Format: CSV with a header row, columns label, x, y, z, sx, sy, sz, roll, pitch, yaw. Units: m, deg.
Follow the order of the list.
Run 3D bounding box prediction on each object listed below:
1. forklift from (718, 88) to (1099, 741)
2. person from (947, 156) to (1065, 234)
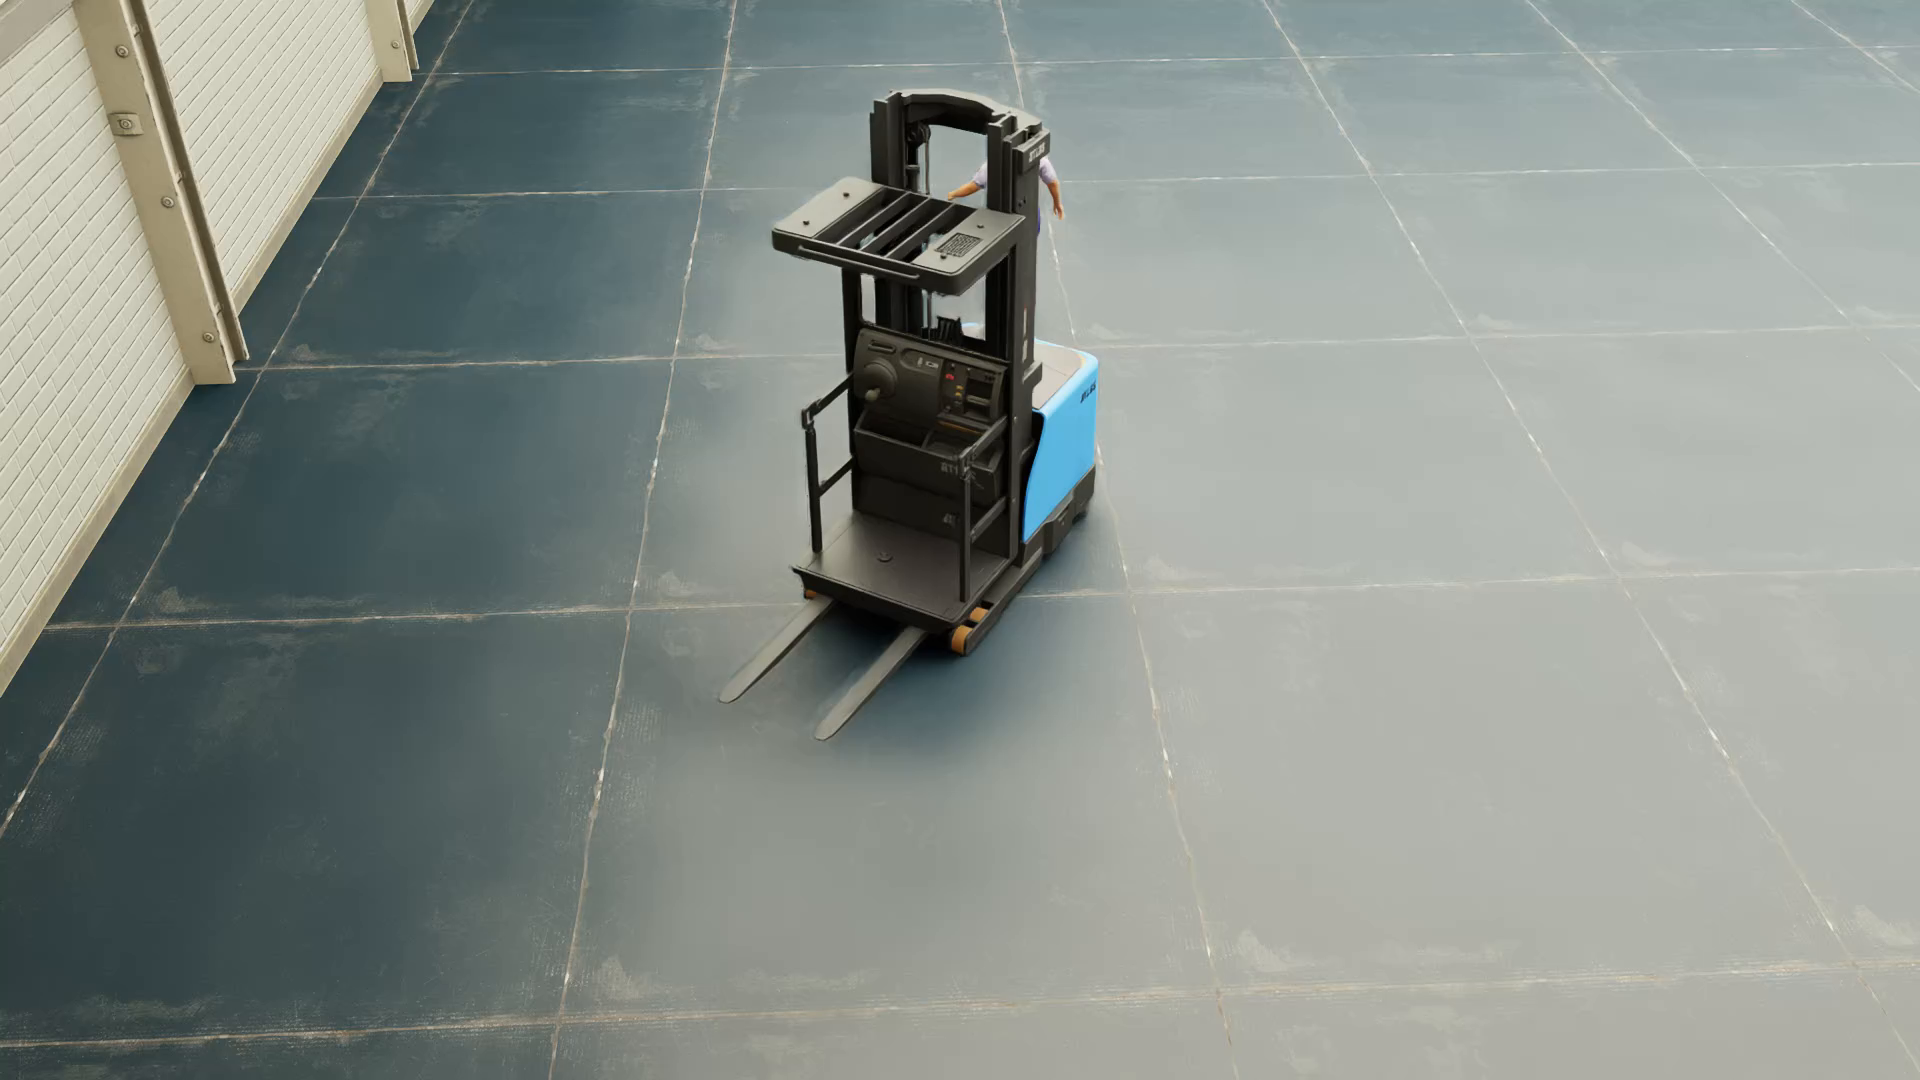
label,x,y,z,sx,sy,sz,roll,pitch,yaw
forklift,-0.281,-0.831,9.151,1.130,2.935,3.031,18,40,23
person,0.370,-2.401,12.468,0.880,1.680,0.491,-10,37,-13
